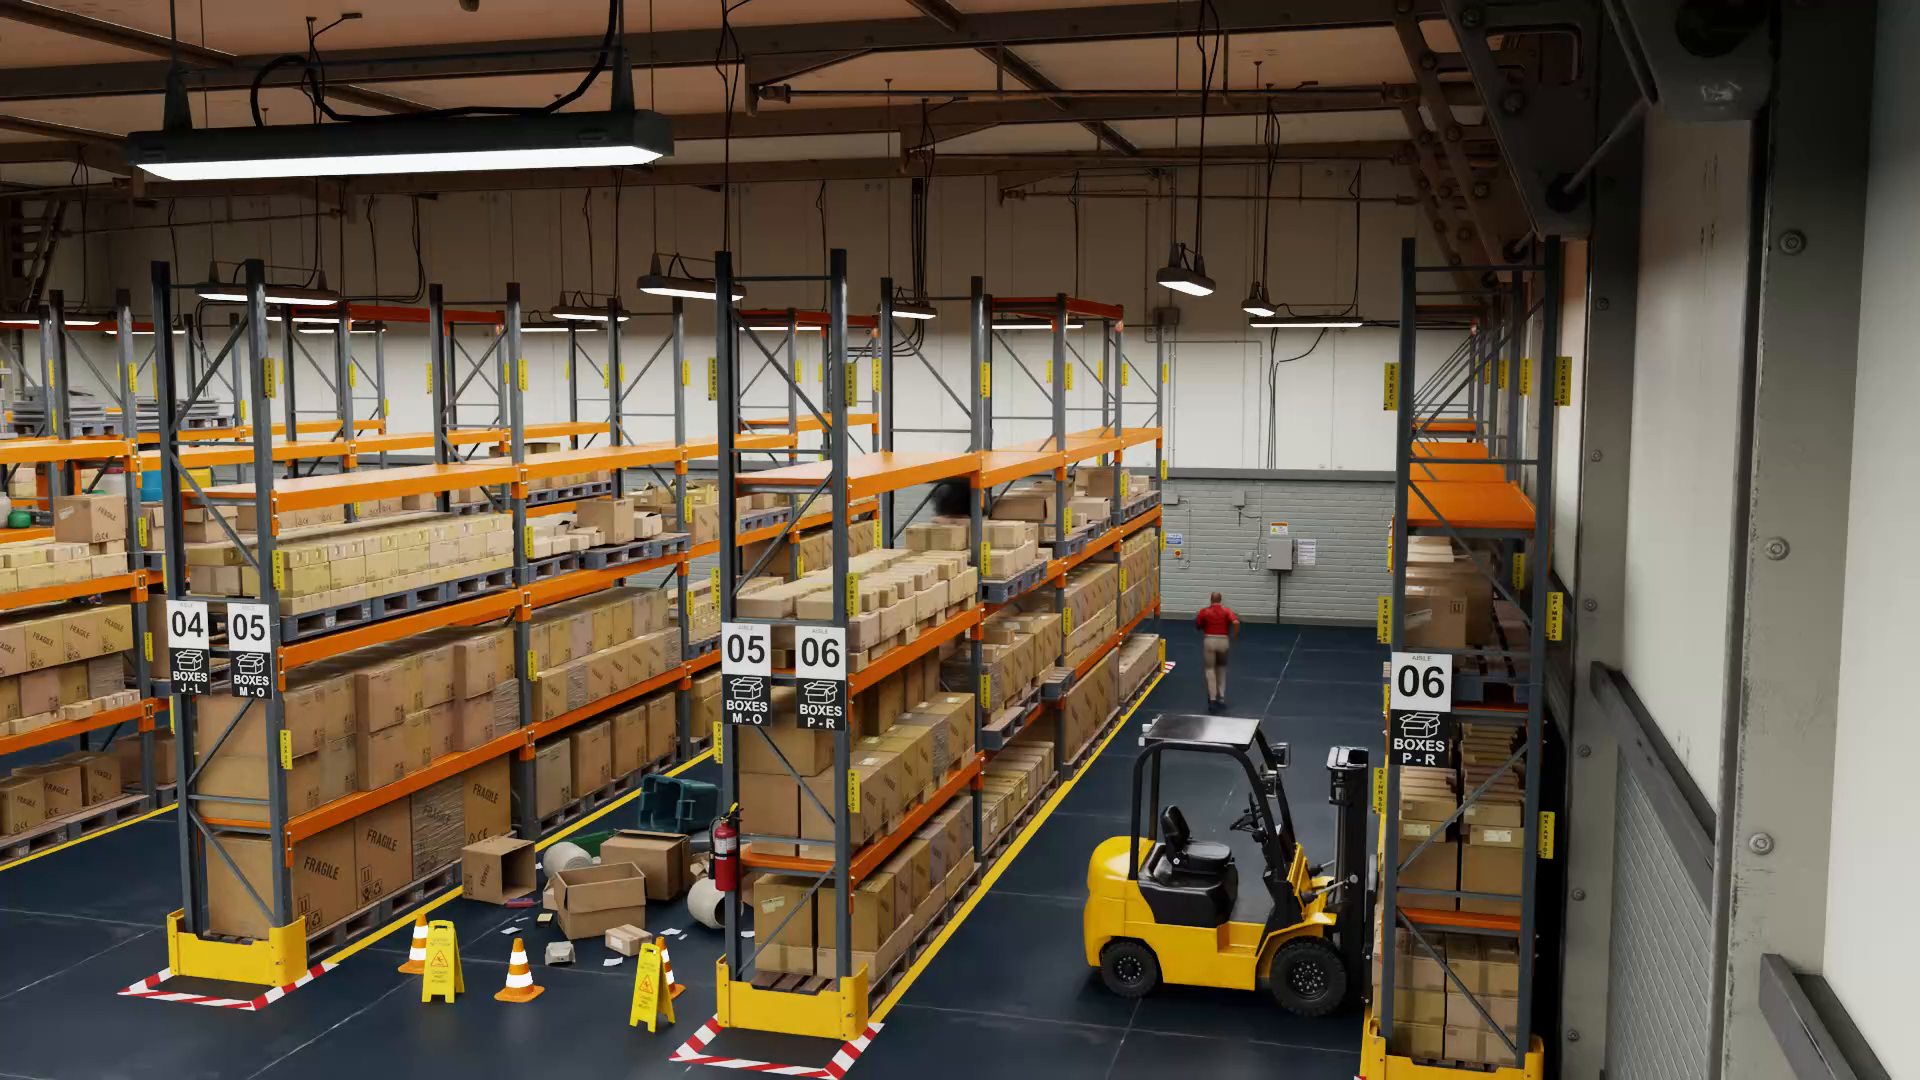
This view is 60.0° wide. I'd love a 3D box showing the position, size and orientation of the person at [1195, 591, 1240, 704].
[{"bbox_3d":[3.873,1.658,25.142,0.637,1.800,0.802,0,6,0],"label":"person"}]
